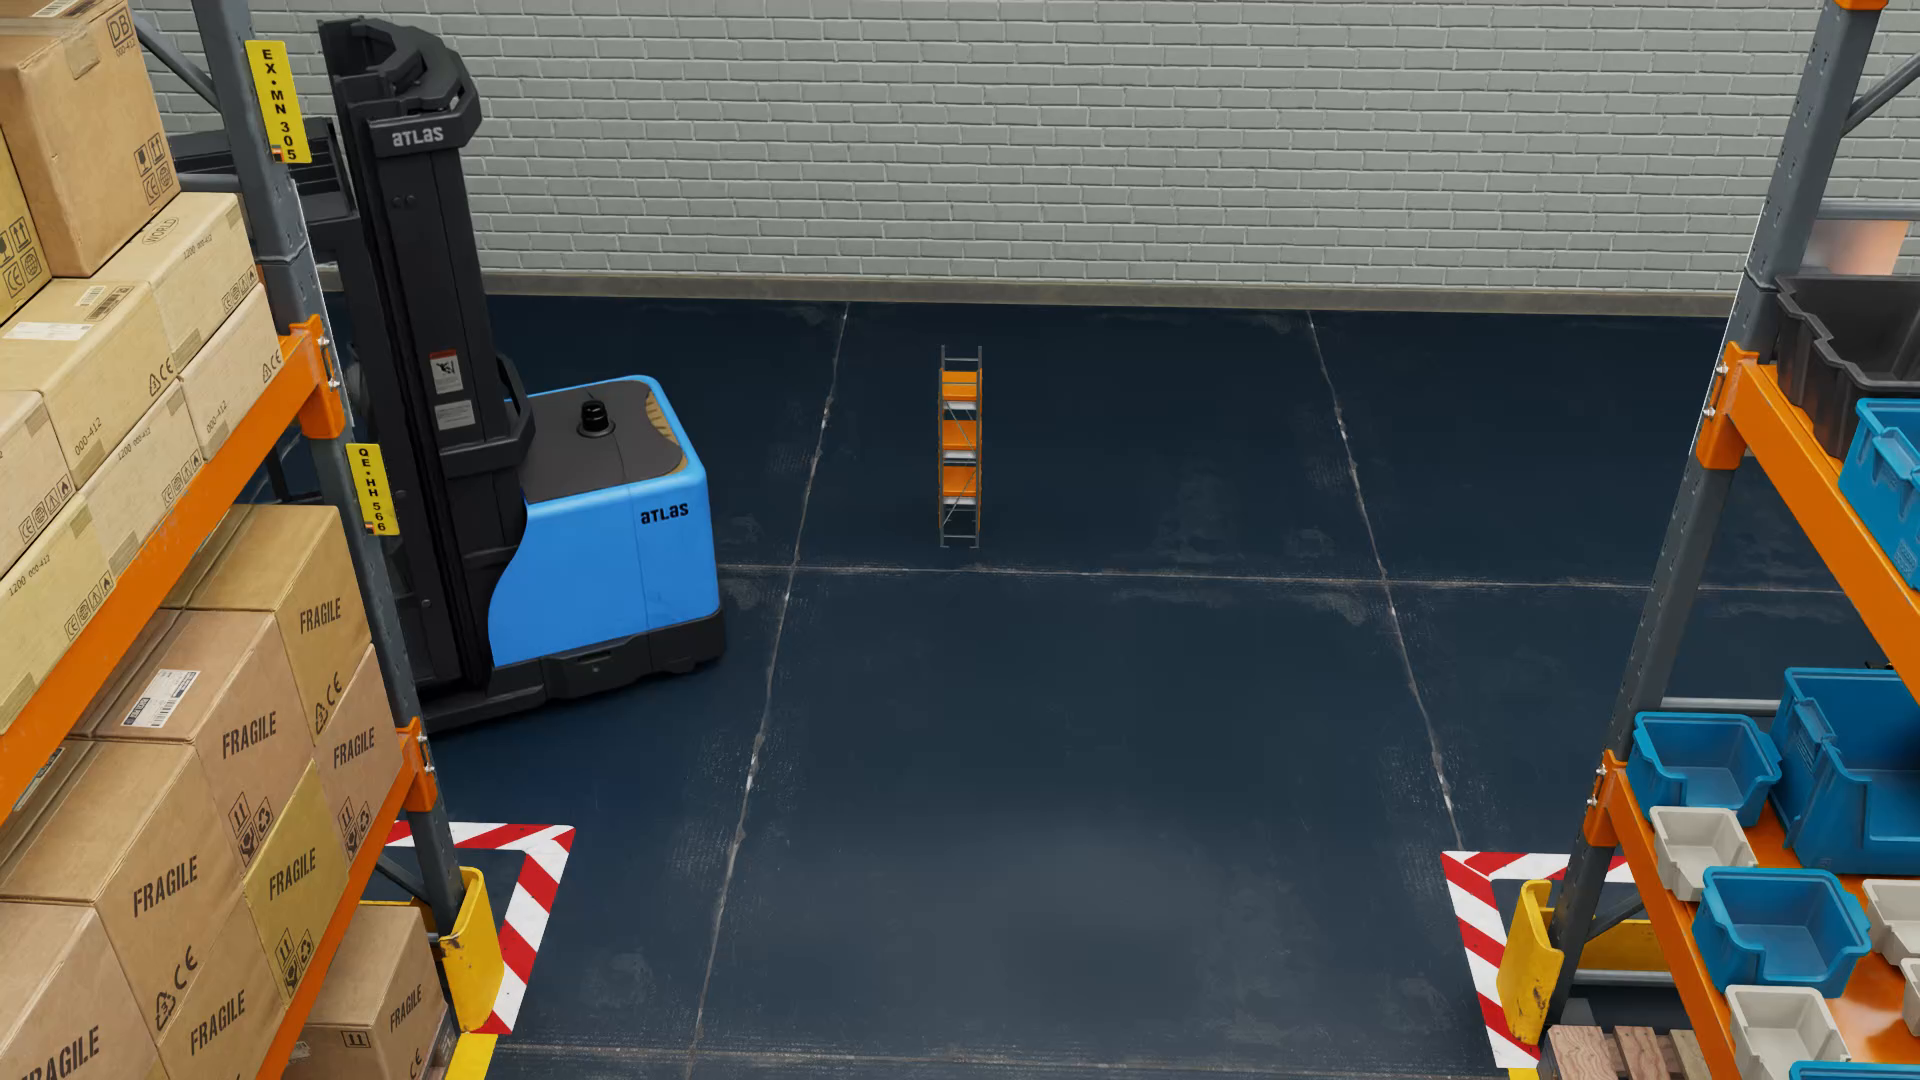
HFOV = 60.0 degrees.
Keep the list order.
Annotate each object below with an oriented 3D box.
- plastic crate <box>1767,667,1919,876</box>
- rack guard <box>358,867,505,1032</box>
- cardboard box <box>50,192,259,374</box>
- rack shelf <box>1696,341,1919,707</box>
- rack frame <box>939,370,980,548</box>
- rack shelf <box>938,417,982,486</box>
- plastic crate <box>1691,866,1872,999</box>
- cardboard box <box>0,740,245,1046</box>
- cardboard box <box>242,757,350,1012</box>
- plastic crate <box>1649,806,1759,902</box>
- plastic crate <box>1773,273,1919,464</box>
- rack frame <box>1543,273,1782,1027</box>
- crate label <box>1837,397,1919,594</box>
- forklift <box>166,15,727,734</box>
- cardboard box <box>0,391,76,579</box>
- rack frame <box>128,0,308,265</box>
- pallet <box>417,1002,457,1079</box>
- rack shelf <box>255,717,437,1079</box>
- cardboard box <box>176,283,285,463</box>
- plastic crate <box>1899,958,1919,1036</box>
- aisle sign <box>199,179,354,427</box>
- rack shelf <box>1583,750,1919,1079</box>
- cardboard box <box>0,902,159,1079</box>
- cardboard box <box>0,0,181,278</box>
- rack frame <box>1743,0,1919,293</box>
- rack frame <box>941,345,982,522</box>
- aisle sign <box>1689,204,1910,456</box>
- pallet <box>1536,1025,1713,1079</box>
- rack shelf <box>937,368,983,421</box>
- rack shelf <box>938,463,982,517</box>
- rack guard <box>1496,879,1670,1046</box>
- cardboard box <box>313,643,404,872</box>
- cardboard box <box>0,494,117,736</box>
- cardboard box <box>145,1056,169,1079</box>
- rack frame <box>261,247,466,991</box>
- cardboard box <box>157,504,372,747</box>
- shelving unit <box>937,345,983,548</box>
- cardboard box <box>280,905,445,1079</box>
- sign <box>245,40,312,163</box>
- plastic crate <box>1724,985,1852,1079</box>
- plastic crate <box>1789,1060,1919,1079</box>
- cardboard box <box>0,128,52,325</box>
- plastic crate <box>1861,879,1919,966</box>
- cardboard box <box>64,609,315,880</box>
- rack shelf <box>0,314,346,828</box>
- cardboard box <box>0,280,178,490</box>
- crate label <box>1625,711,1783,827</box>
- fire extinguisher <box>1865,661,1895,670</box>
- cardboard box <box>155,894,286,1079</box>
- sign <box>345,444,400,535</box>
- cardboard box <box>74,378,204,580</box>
[{"bbox_3d":[2.797,0.702,5.005,0.616,0.435,0.499,1,35,2],"label":"plastic crate"},{"bbox_3d":[-2.328,1.495,6.134,1.175,0.500,0.348,1,35,2],"label":"rack guard"},{"bbox_3d":[-2.091,-0.641,4.086,0.500,0.250,0.500,1,35,2],"label":"cardboard box"},{"bbox_3d":[2.544,0.761,3.021,1.077,0.370,4.000,1,35,2],"label":"rack shelf"},{"bbox_3d":[-0.003,-0.390,8.338,0.200,1.050,0.008,1,35,2],"label":"rack frame"},{"bbox_3d":[0.002,-0.452,8.444,0.215,0.259,0.240,1,35,2],"label":"rack shelf"},{"bbox_3d":[2.259,1.101,4.613,0.416,0.233,0.300,1,35,2],"label":"plastic crate"},{"bbox_3d":[-2.104,0.829,3.951,0.500,0.500,0.500,2,35,3],"label":"cardboard box"},{"bbox_3d":[-2.088,0.949,4.650,0.500,0.500,0.500,2,35,2],"label":"cardboard box"},{"bbox_3d":[2.190,0.945,4.920,0.250,0.136,0.298,1,35,2],"label":"plastic crate"},{"bbox_3d":[2.330,-0.414,4.181,0.497,0.269,0.590,1,35,2],"label":"plastic crate"},{"bbox_3d":[2.624,0.545,5.312,1.000,3.000,0.127,1,35,2],"label":"rack frame"},{"bbox_3d":[2.264,-0.099,3.748,0.408,0.251,0.502,1,35,2],"label":"crate label"},{"bbox_3d":[-2.671,-0.553,6.934,3.031,2.935,1.130,-13,37,-18],"label":"forklift"},{"bbox_3d":[-2.135,-0.067,3.269,0.500,0.250,0.500,1,35,2],"label":"cardboard box"},{"bbox_3d":[-2.325,-2.026,3.753,1.000,3.000,0.127,1,35,2],"label":"rack frame"},{"bbox_3d":[-2.359,2.071,5.566,1.003,0.211,1.213,1,35,2],"label":"pallet"},{"bbox_3d":[-2.405,1.872,4.049,1.077,0.370,4.000,1,35,2],"label":"rack shelf"},{"bbox_3d":[-2.082,-0.436,4.230,0.500,0.250,0.500,1,35,2],"label":"cardboard box"},{"bbox_3d":[2.746,1.267,4.461,0.396,0.136,0.243,1,35,2],"label":"plastic crate"},{"bbox_3d":[-2.016,-0.667,4.776,0.394,0.787,0.004,1,35,2],"label":"aisle sign"},{"bbox_3d":[2.544,1.988,3.884,1.077,0.370,4.000,1,35,2],"label":"rack shelf"},{"bbox_3d":[-2.124,1.124,3.532,0.500,0.500,0.500,2,35,3],"label":"cardboard box"},{"bbox_3d":[-2.329,-0.953,3.878,0.700,0.500,0.500,1,35,2],"label":"cardboard box"},{"bbox_3d":[2.624,-1.910,3.587,1.000,3.000,0.127,1,35,2],"label":"rack frame"},{"bbox_3d":[0.007,-0.530,8.537,0.200,1.050,0.008,1,35,2],"label":"rack frame"},{"bbox_3d":[2.330,-0.567,4.633,0.394,0.787,0.004,1,35,2],"label":"aisle sign"},{"bbox_3d":[2.552,2.159,5.441,1.003,0.211,1.213,1,35,2],"label":"pallet"},{"bbox_3d":[0.002,-0.684,8.280,0.215,0.259,0.240,1,35,2],"label":"rack shelf"},{"bbox_3d":[0.002,-0.224,8.603,0.215,0.259,0.240,1,35,2],"label":"rack shelf"},{"bbox_3d":[2.612,1.553,6.051,1.175,0.500,0.348,1,35,2],"label":"rack guard"},{"bbox_3d":[-2.071,0.651,5.074,0.500,0.500,0.500,2,35,3],"label":"cardboard box"},{"bbox_3d":[-2.120,0.138,3.412,0.500,0.250,0.500,1,35,2],"label":"cardboard box"},{"bbox_3d":[-2.134,1.525,3.830,0.500,0.500,0.500,1,35,1],"label":"cardboard box"},{"bbox_3d":[-2.325,0.428,5.478,1.000,3.000,0.127,1,35,2],"label":"rack frame"},{"bbox_3d":[-2.068,0.240,4.788,0.500,0.500,0.500,1,35,1],"label":"cardboard box"},{"bbox_3d":[0.002,-0.460,8.438,0.215,1.050,0.252,1,35,2],"label":"shelving unit"},{"bbox_3d":[-2.101,1.589,5.617,0.500,0.500,0.500,1,35,2],"label":"cardboard box"},{"bbox_3d":[-1.771,-1.137,4.326,0.100,0.325,0.005,1,35,2],"label":"sign"},{"bbox_3d":[2.162,1.334,4.365,0.250,0.136,0.298,1,35,2],"label":"plastic crate"},{"bbox_3d":[2.232,1.479,4.075,0.416,0.233,0.300,1,35,2],"label":"plastic crate"},{"bbox_3d":[-2.434,-0.668,3.472,0.700,0.500,0.500,1,35,2],"label":"cardboard box"},{"bbox_3d":[2.772,1.101,4.698,0.396,0.136,0.243,1,35,2],"label":"plastic crate"},{"bbox_3d":[-2.088,0.531,4.375,0.500,0.500,0.500,2,35,3],"label":"cardboard box"},{"bbox_3d":[-2.405,0.644,3.187,1.077,0.370,4.000,1,35,2],"label":"rack shelf"},{"bbox_3d":[-2.111,-0.354,3.677,0.500,0.250,0.500,1,35,2],"label":"cardboard box"},{"bbox_3d":[2.285,0.723,5.152,0.416,0.233,0.303,1,35,2],"label":"crate label"},{"bbox_3d":[3.084,0.653,5.550,0.296,0.674,0.183,1,35,2],"label":"fire extinguisher"},{"bbox_3d":[-2.114,1.236,4.242,0.500,0.500,0.500,2,35,2],"label":"cardboard box"},{"bbox_3d":[-1.771,-0.150,5.019,0.100,0.325,0.005,1,35,2],"label":"sign"},{"bbox_3d":[-2.113,-0.149,3.821,0.500,0.250,0.500,1,35,2],"label":"cardboard box"}]
